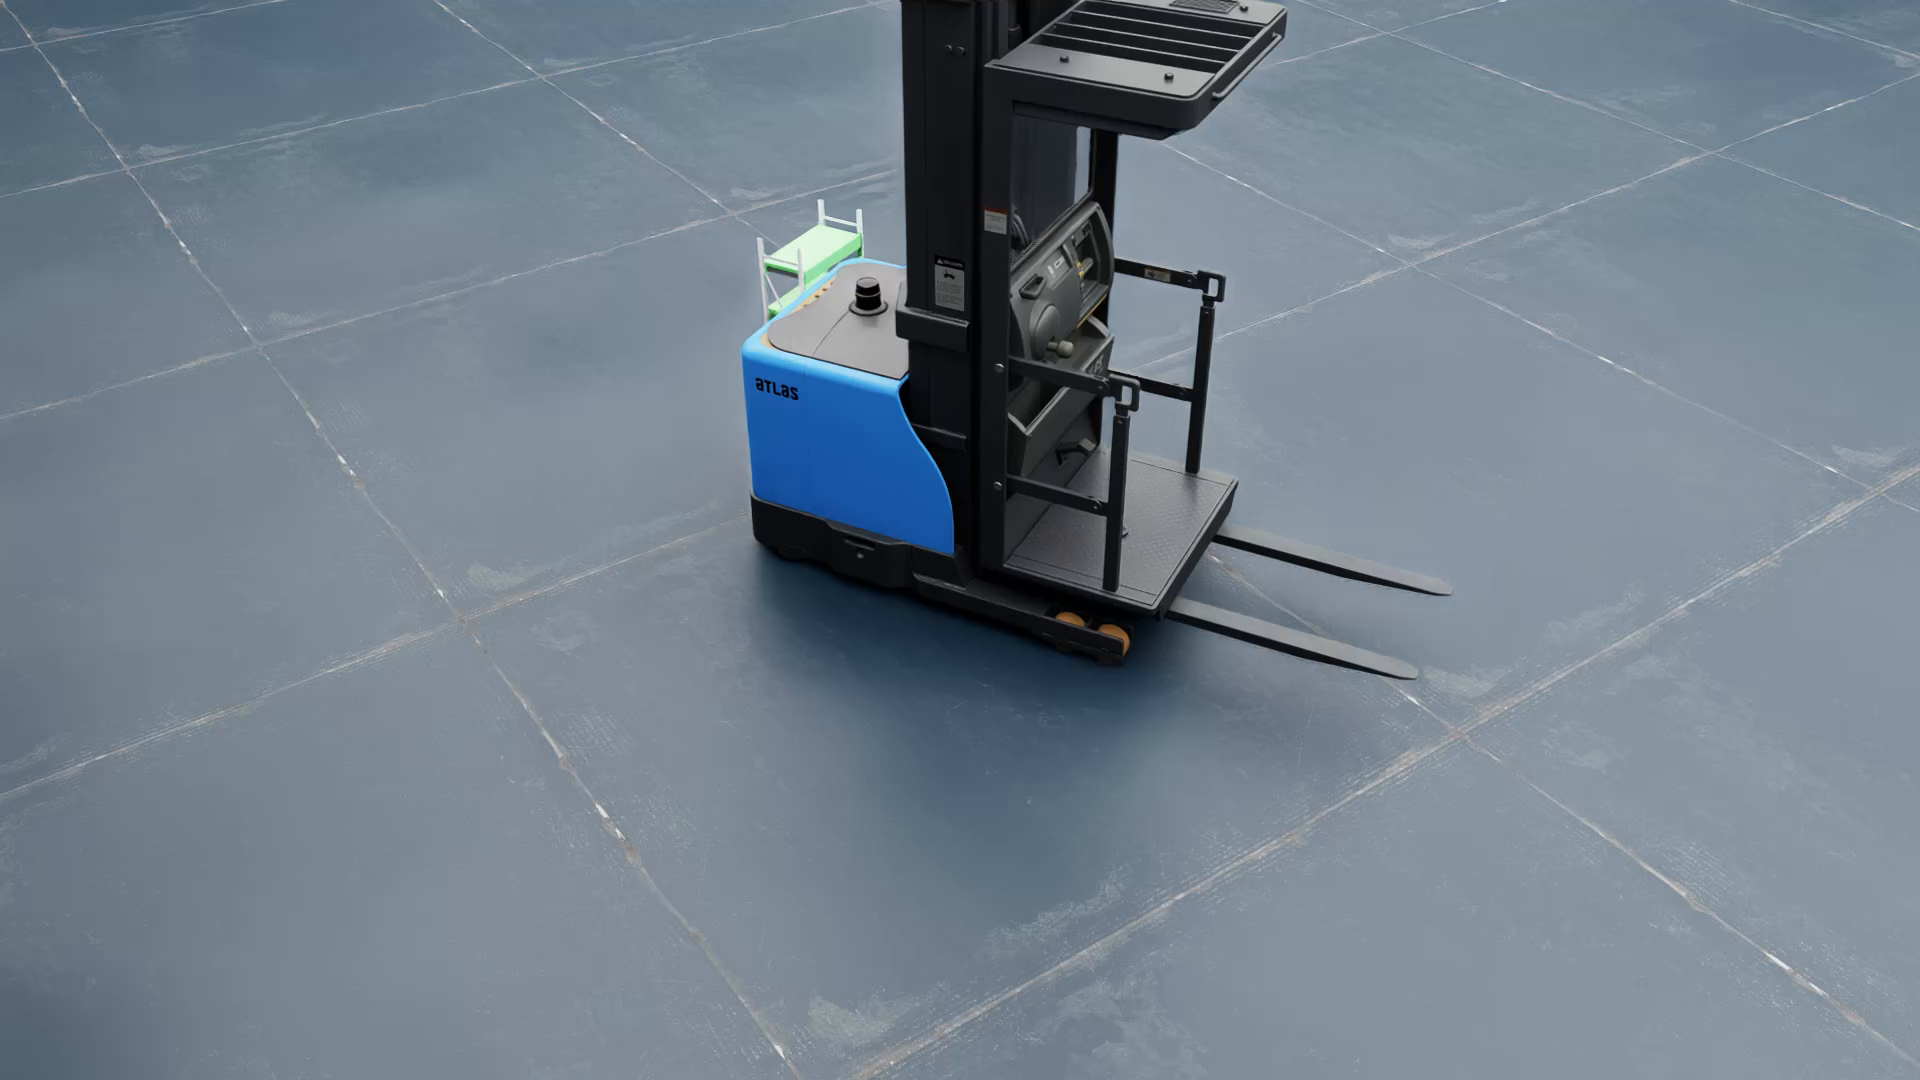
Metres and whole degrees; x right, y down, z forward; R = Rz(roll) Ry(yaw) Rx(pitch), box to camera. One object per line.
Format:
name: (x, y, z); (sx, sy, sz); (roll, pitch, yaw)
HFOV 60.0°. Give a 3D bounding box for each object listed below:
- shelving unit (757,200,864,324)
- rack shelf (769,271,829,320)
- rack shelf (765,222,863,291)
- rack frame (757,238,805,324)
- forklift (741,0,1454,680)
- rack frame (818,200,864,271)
shelving unit: (-0.689, -0.980, 8.081); (0.258, 1.200, 0.503); (18, 40, 25)
rack shelf: (-0.691, -1.124, 7.979); (0.258, 0.148, 0.480); (18, 40, 25)
rack shelf: (-0.695, -1.320, 7.841); (0.258, 0.148, 0.480); (18, 40, 25)
rack frame: (-0.813, -0.857, 7.911); (0.240, 1.200, 0.015); (18, 40, 25)
forklift: (0.600, -1.022, 6.661); (3.031, 2.935, 1.130); (16, 39, 21)
rack frame: (-0.565, -1.102, 8.251); (0.240, 1.200, 0.015); (18, 40, 25)
